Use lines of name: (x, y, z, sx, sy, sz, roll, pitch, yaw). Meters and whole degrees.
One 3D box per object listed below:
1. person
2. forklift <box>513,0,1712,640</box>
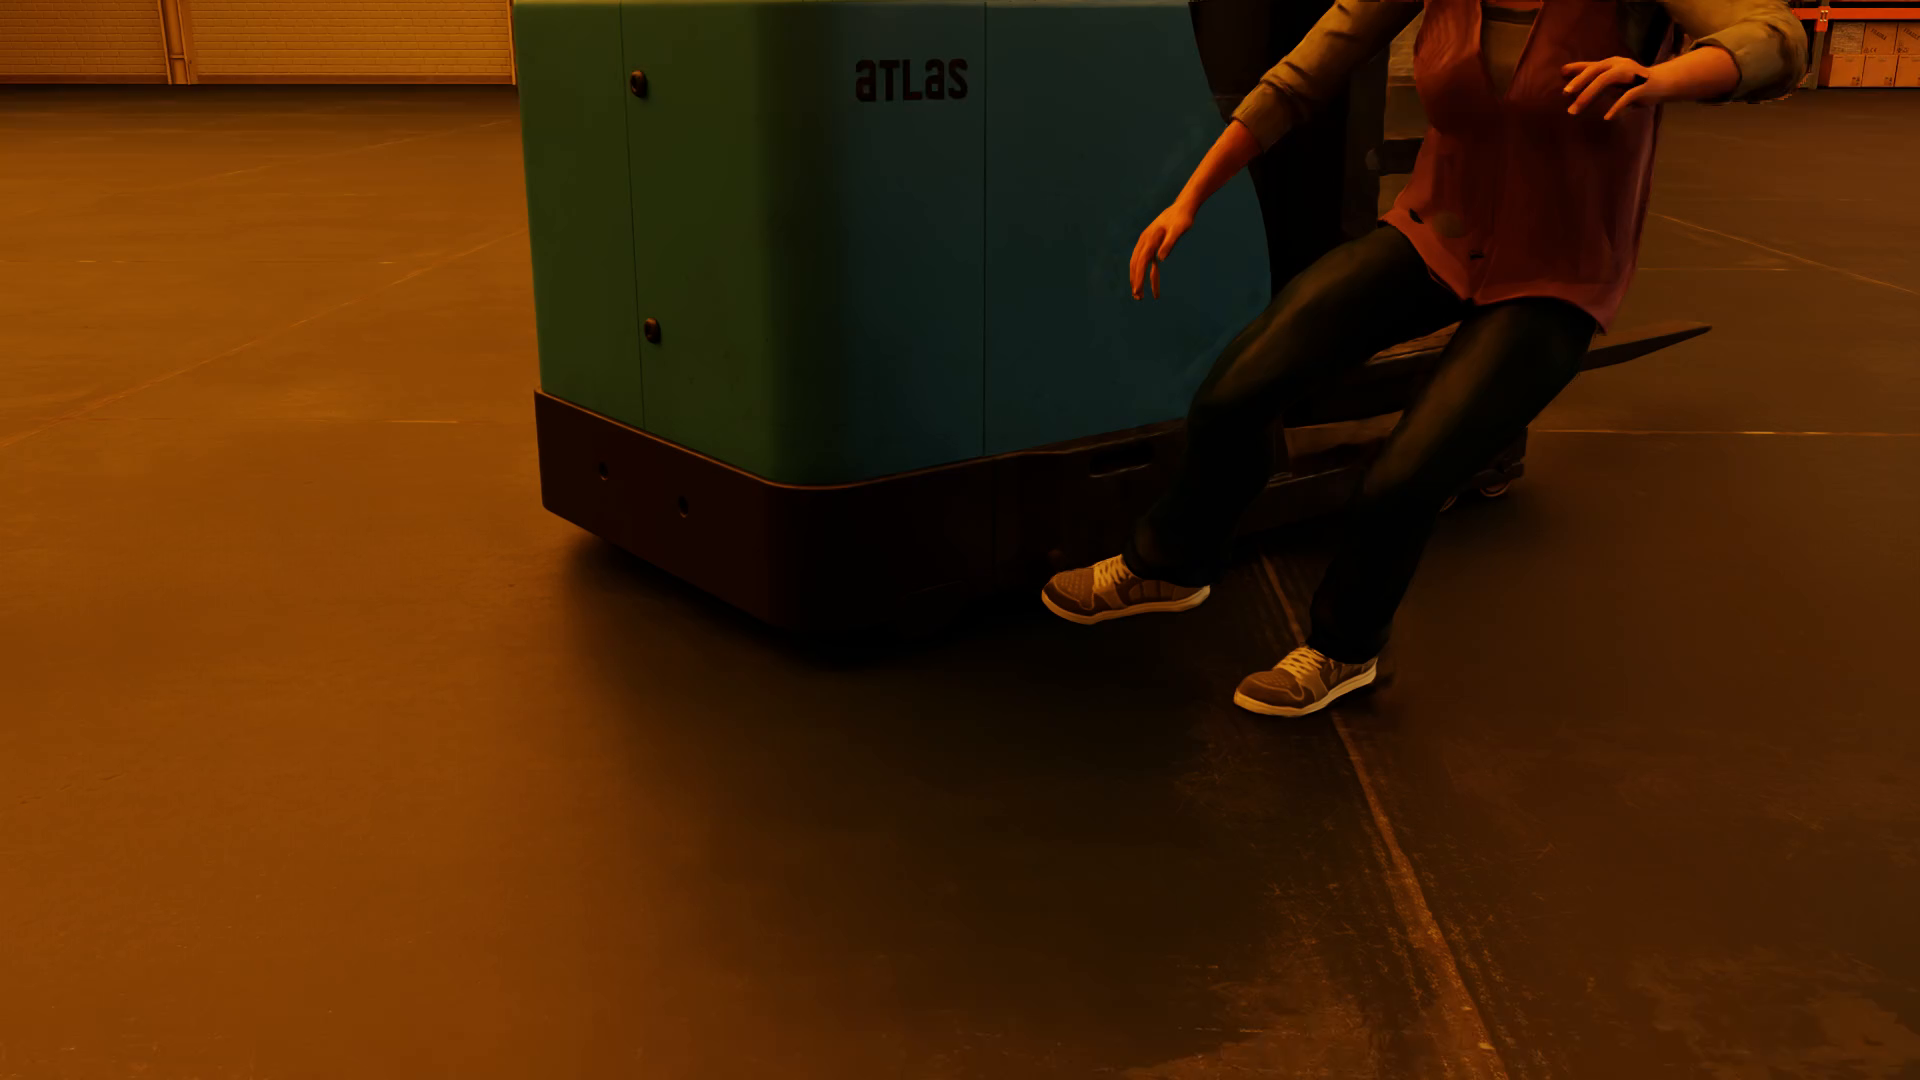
person: (0.508, -0.332, 2.176, 1.026, 1.363, 0.849, 10, 20, 30)
forklift: (0.629, -1.568, 3.477, 3.031, 2.935, 1.130, -13, 21, -36)
